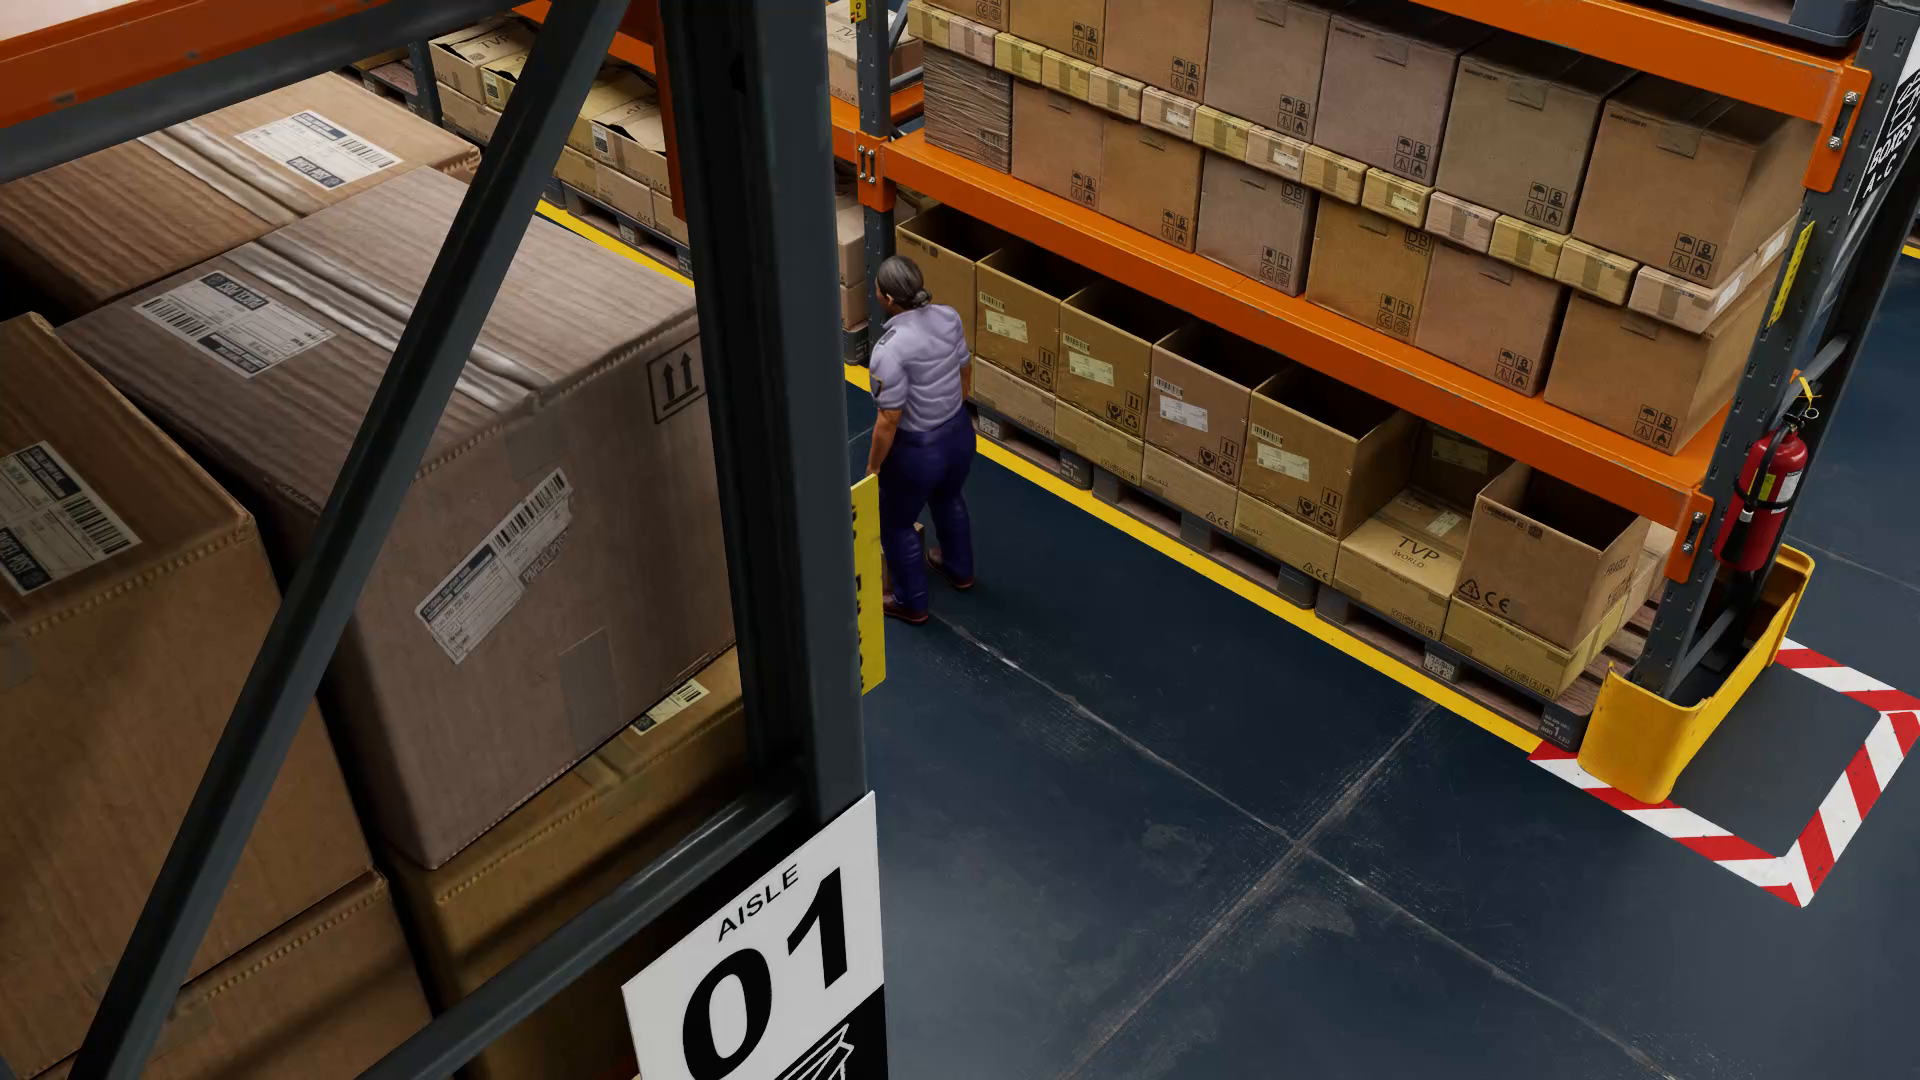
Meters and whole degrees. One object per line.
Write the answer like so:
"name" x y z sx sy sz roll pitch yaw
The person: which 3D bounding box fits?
"person" -0.151 -0.389 6.632 0.367 1.652 0.556 29 48 31
